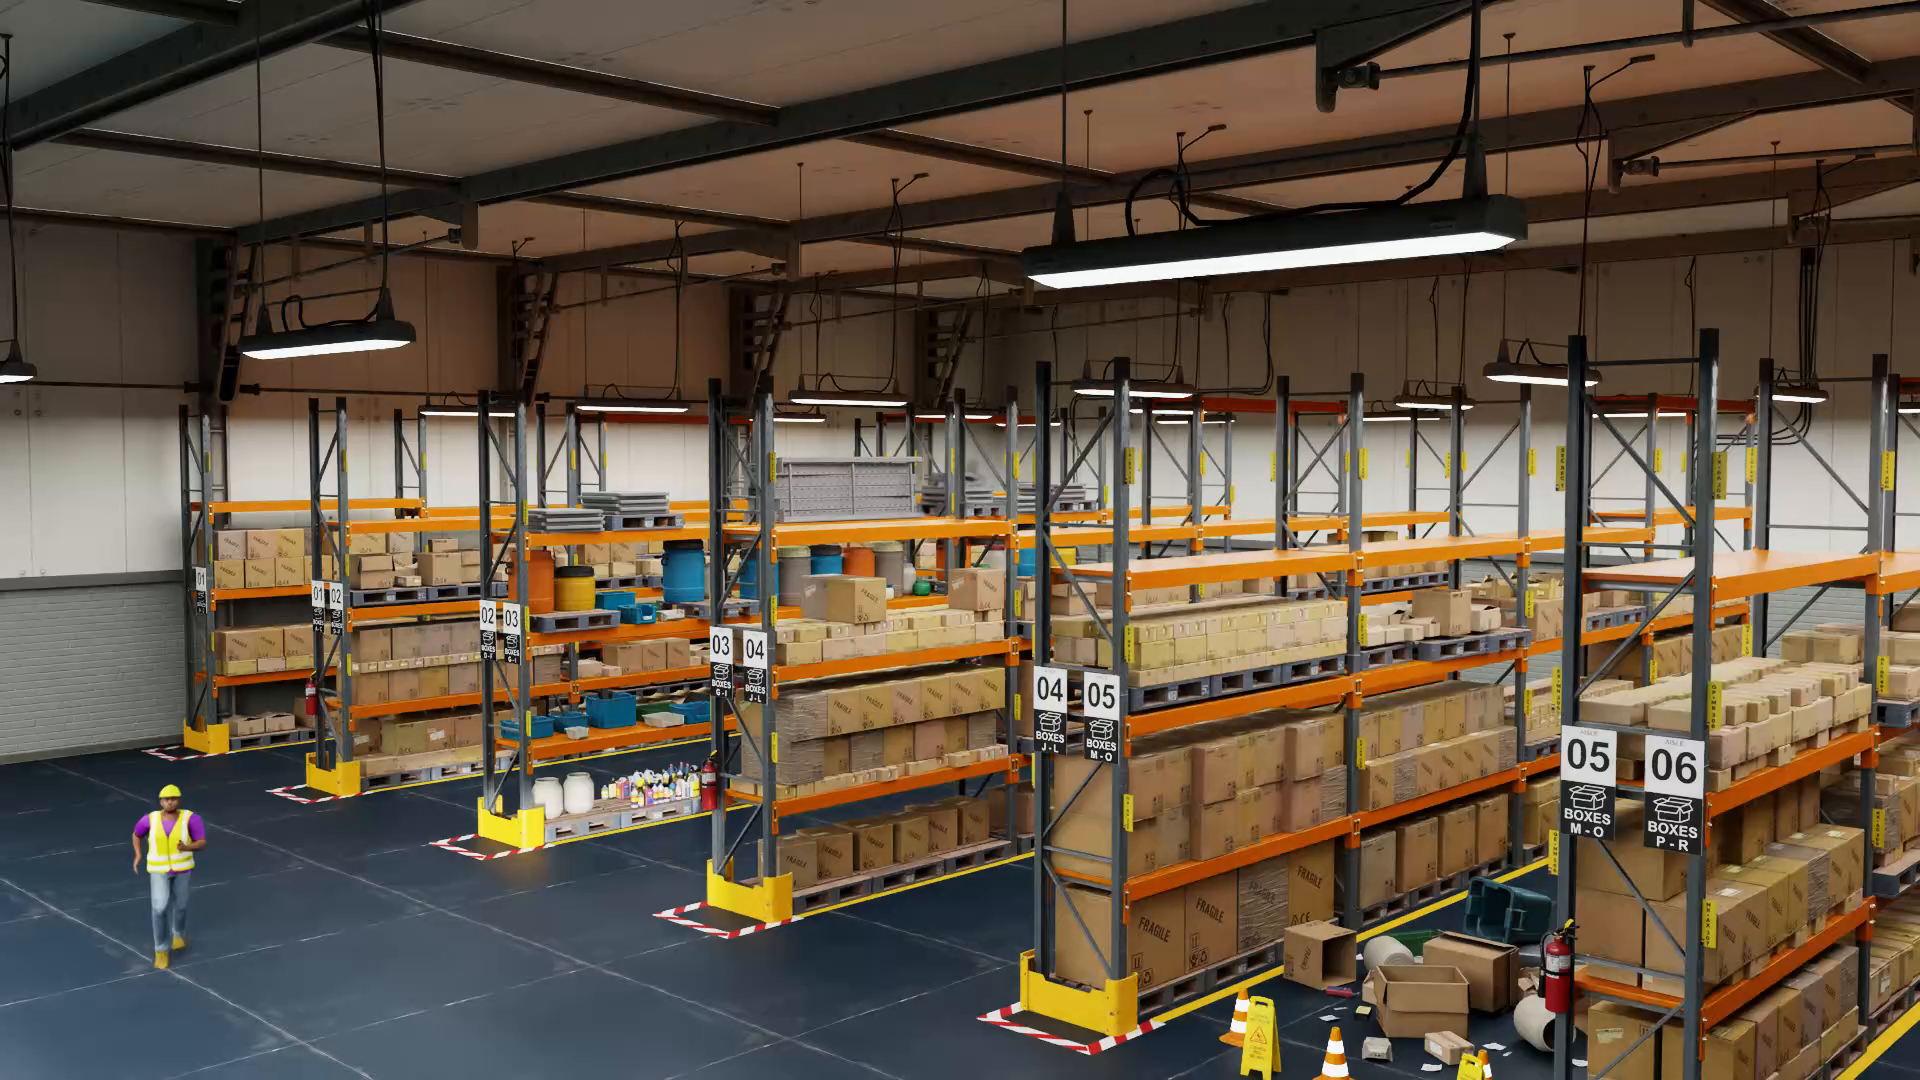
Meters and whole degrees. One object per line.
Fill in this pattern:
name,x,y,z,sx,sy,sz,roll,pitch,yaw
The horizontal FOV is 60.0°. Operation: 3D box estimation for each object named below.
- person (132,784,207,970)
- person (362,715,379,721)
person,-8.012,3.391,16.881,0.669,1.828,0.766,-2,3,-28
person,-9.845,2.932,27.539,0.515,1.554,0.627,1,3,25
